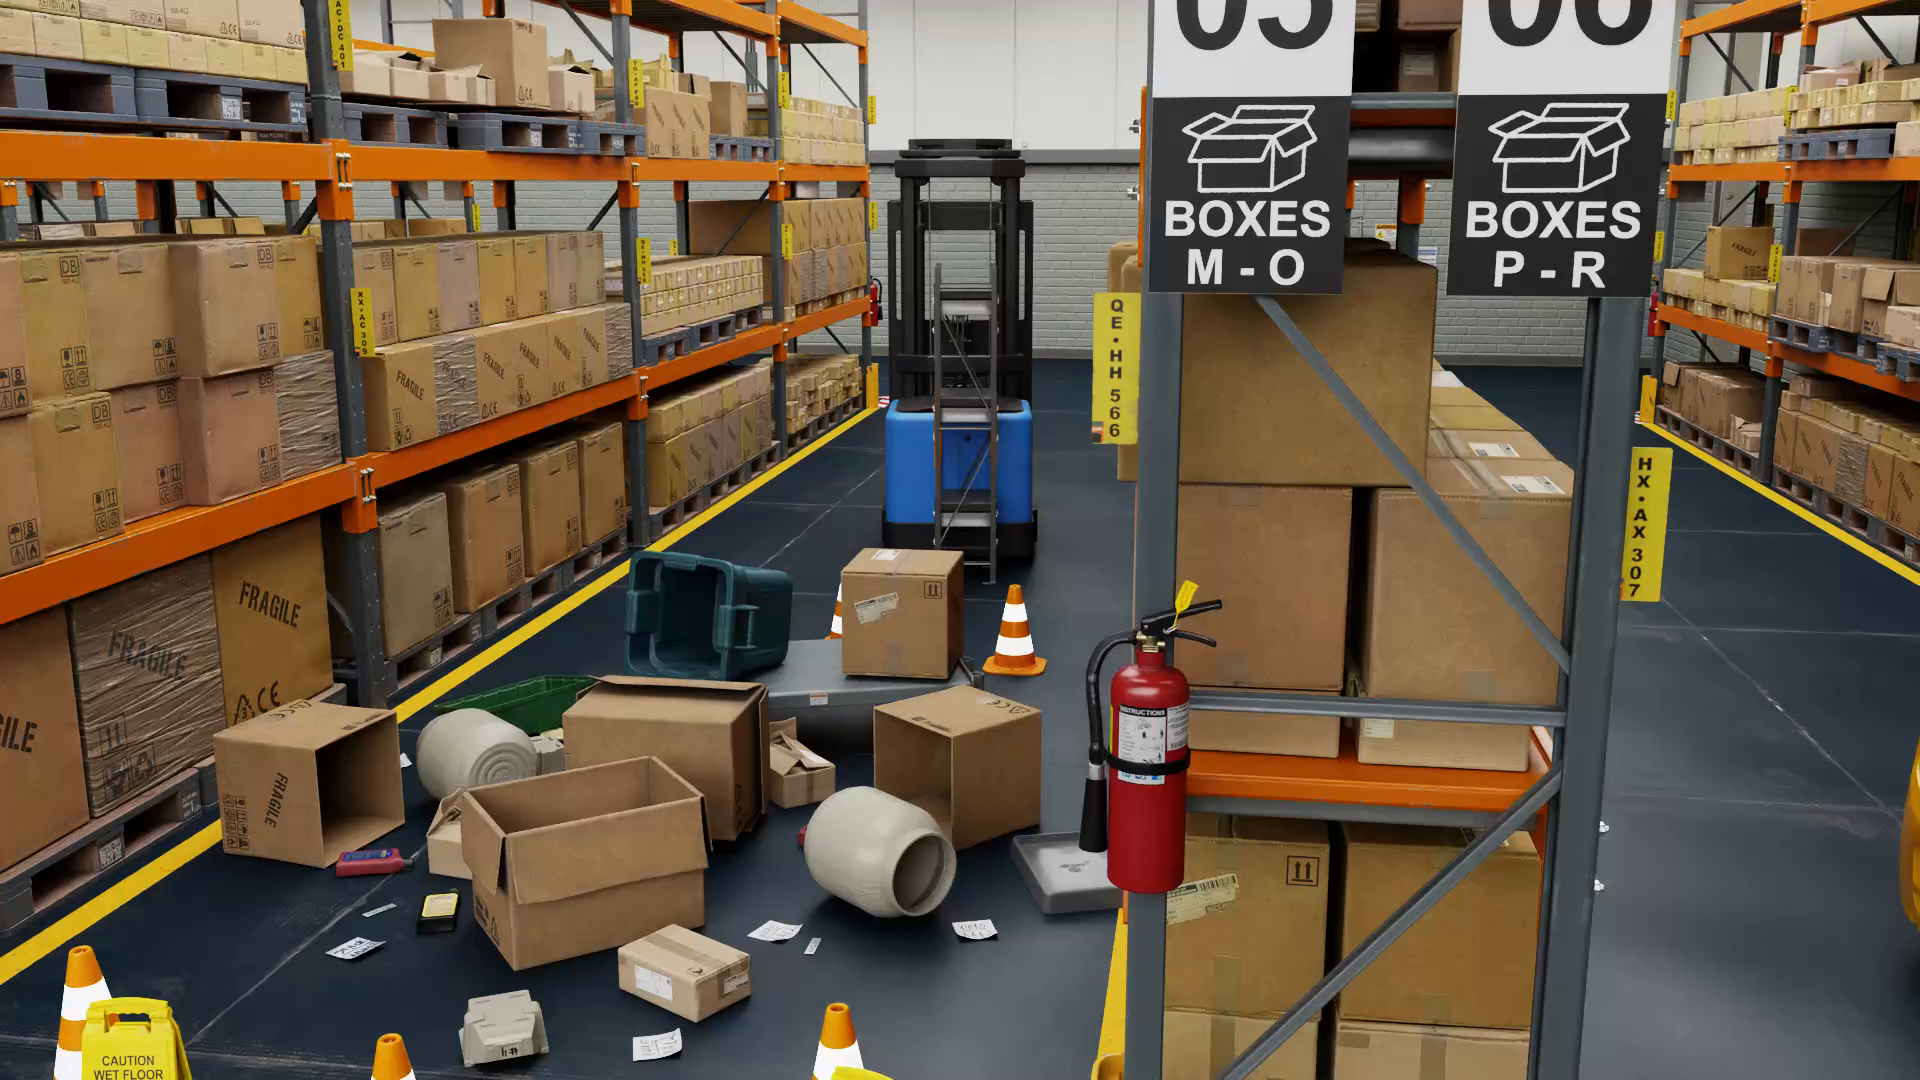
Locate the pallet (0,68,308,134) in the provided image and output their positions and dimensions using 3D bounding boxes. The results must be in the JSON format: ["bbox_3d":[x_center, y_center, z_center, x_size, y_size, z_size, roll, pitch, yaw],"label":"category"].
[{"bbox_3d":[-3.546,-1.851,7.052,1.003,0.211,1.213,2,12,9],"label":"pallet"}]

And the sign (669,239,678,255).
[{"bbox_3d":[-2.717,-2.702,15.858,0.100,0.325,0.005,2,12,9],"label":"sign"}]

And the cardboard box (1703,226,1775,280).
[{"bbox_3d":[7.682,-2.837,16.408,0.500,0.500,0.500,2,12,10],"label":"cardboard box"}]

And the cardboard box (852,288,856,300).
[{"bbox_3d":[-1.410,-2.845,19.173,0.380,0.149,0.250,2,12,9],"label":"cardboard box"}]

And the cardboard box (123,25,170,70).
[{"bbox_3d":[-3.306,-1.898,6.422,0.380,0.149,0.250,2,12,10],"label":"cardboard box"}]

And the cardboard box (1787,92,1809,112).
[{"bbox_3d":[7.153,-3.659,13.887,0.380,0.149,0.250,2,12,10],"label":"cardboard box"}]

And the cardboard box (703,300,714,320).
[{"bbox_3d":[-2.283,-1.930,13.927,0.380,0.149,0.250,1,12,7],"label":"cardboard box"}]

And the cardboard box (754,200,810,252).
[{"bbox_3d":[-1.804,-3.141,16.630,0.500,0.500,0.500,2,12,7],"label":"cardboard box"}]

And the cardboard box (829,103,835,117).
[{"bbox_3d":[-1.553,-4.584,17.746,0.380,0.149,0.250,2,12,10],"label":"cardboard box"}]

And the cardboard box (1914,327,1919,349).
[{"bbox_3d":[6.739,-1.363,11.296,0.380,0.149,0.250,2,12,10],"label":"cardboard box"}]

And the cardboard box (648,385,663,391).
[{"bbox_3d":[-2.788,-1.142,13.829,0.500,0.250,0.500,2,12,10],"label":"cardboard box"}]

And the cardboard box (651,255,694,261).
[{"bbox_3d":[-2.694,-2.569,15.483,0.380,0.149,0.250,3,12,12],"label":"cardboard box"}]

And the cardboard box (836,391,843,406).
[{"bbox_3d":[-1.506,-1.575,18.453,0.380,0.149,0.250,1,12,6],"label":"cardboard box"}]

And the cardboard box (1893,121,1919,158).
[{"bbox_3d":[7.010,-2.848,11.823,0.500,0.250,0.500,2,12,9],"label":"cardboard box"}]

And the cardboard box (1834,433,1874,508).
[{"bbox_3d":[7.097,-0.531,12.774,0.500,0.500,0.500,1,12,7],"label":"cardboard box"}]

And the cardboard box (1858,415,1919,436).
[{"bbox_3d":[7.163,-0.867,12.794,0.380,0.149,0.250,2,12,9],"label":"cardboard box"}]

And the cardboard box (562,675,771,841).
[{"bbox_3d":[-1.214,0.886,6.868,0.797,0.637,0.503,2,12,9],"label":"cardboard box"}]

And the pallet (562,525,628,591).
[{"bbox_3d":[-2.990,0.094,11.555,1.003,0.211,1.213,2,12,9],"label":"pallet"}]

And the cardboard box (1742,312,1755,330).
[{"bbox_3d":[7.467,-2.025,15.368,0.380,0.149,0.250,2,12,10],"label":"cardboard box"}]

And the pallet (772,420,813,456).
[{"bbox_3d":[-2.111,-1.041,16.823,1.003,0.211,1.213,2,12,9],"label":"pallet"}]

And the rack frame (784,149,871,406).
[{"bbox_3d":[-1.564,-3.096,19.739,1.000,3.000,0.127,2,12,9],"label":"rack frame"}]

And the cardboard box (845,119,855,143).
[{"bbox_3d":[-1.461,-4.523,18.408,0.500,0.250,0.500,2,12,7],"label":"cardboard box"}]

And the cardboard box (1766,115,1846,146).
[{"bbox_3d":[7.459,-3.611,14.658,0.500,0.250,0.500,2,12,9],"label":"cardboard box"}]

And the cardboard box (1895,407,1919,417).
[{"bbox_3d":[7.688,-0.963,13.237,0.380,0.149,0.250,2,12,10],"label":"cardboard box"}]

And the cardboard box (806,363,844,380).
[{"bbox_3d":[-1.493,-1.862,18.371,0.380,0.149,0.250,2,12,11],"label":"cardboard box"}]

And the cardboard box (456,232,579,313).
[{"bbox_3d":[-2.950,-1.770,10.974,0.700,0.500,0.500,2,12,8],"label":"cardboard box"}]

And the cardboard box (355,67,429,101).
[{"bbox_3d":[-3.005,-2.403,8.768,0.250,0.149,0.380,2,12,9],"label":"cardboard box"}]

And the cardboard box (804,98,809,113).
[{"bbox_3d":[-1.733,-4.365,16.730,0.380,0.149,0.250,1,12,7],"label":"cardboard box"}]

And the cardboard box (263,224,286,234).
[{"bbox_3d":[-7.258,-2.988,17.108,0.500,0.500,0.500,2,12,10],"label":"cardboard box"}]

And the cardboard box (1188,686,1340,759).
[{"bbox_3d":[0.728,0.412,4.057,0.380,0.149,0.250,2,12,11],"label":"cardboard box"}]

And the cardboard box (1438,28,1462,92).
[{"bbox_3d":[1.254,-1.028,3.619,0.380,0.149,0.250,2,12,9],"label":"cardboard box"}]

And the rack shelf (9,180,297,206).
[{"bbox_3d":[-7.372,-3.143,14.546,1.077,0.370,4.000,2,12,9],"label":"rack shelf"}]

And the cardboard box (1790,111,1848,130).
[{"bbox_3d":[7.194,-3.512,13.913,0.380,0.149,0.250,2,12,10],"label":"cardboard box"}]

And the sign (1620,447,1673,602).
[{"bbox_3d":[1.418,-0.031,3.465,0.100,0.325,0.005,2,12,9],"label":"sign"}]

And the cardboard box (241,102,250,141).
[{"bbox_3d":[-7.144,-4.044,15.786,0.700,0.500,0.500,2,12,10],"label":"cardboard box"}]

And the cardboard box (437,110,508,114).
[{"bbox_3d":[-3.200,-2.830,10.506,0.500,0.250,0.500,2,12,10],"label":"cardboard box"}]

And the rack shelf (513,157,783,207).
[{"bbox_3d":[-2.487,-2.962,13.703,1.077,0.370,4.000,2,12,9],"label":"rack shelf"}]

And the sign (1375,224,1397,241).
[{"bbox_3d":[6.217,-4.481,24.207,0.339,0.242,0.001,2,12,9],"label":"sign"}]

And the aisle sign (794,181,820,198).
[{"bbox_3d":[-1.849,-4.392,19.580,0.394,0.787,0.004,2,12,9],"label":"aisle sign"}]

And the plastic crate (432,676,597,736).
[{"bbox_3d":[-2.142,0.827,8.073,0.450,0.188,0.662,-3,8,40],"label":"plastic crate"}]

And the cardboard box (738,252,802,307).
[{"bbox_3d":[-1.854,-2.552,16.274,0.500,0.500,0.500,2,12,8],"label":"cardboard box"}]

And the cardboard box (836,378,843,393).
[{"bbox_3d":[-1.508,-1.717,18.406,0.380,0.149,0.250,2,12,9],"label":"cardboard box"}]

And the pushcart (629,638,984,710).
[{"bbox_3d":[-0.763,0.760,8.072,1.648,0.377,0.936,-2,12,-11],"label":"pushcart"}]

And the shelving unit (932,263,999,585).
[{"bbox_3d":[0.039,-0.782,11.137,0.431,2.100,0.503,0,12,0],"label":"shelving unit"}]

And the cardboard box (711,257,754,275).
[{"bbox_3d":[-2.089,-2.491,15.118,0.380,0.149,0.250,2,12,7],"label":"cardboard box"}]

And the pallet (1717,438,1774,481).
[{"bbox_3d":[7.739,-0.743,15.443,1.003,0.211,1.213,2,12,9],"label":"pallet"}]

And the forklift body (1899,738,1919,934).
[{"bbox_3d":[4.276,0.495,5.090,2.313,2.155,1.214,2,12,9],"label":"forklift body"}]

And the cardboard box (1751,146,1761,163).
[{"bbox_3d":[7.529,-3.549,15.318,0.380,0.149,0.250,2,12,8],"label":"cardboard box"}]

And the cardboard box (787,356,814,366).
[{"bbox_3d":[-1.904,-2.039,19.193,0.380,0.149,0.250,2,12,10],"label":"cardboard box"}]

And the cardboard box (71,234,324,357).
[{"bbox_3d":[-3.500,-1.123,7.667,0.875,0.550,0.550,2,12,9],"label":"cardboard box"}]

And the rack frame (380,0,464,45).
[{"bbox_3d":[-6.449,-6.210,19.950,1.000,3.000,0.127,2,12,9],"label":"rack frame"}]

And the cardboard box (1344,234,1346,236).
[{"bbox_3d":[1.115,-0.951,6.471,0.700,0.500,0.500,2,12,9],"label":"cardboard box"}]

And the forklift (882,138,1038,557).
[{"bbox_3d":[0.005,-1.564,12.793,1.130,2.935,3.031,0,12,0],"label":"forklift"}]

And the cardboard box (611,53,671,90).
[{"bbox_3d":[-2.380,-3.503,12.451,0.396,0.266,0.258,2,12,9],"label":"cardboard box"}]

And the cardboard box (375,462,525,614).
[{"bbox_3d":[-3.251,-0.036,9.885,1.050,0.750,0.750,2,12,9],"label":"cardboard box"}]

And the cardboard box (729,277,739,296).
[{"bbox_3d":[-2.163,-2.238,14.653,0.380,0.149,0.250,1,12,7],"label":"cardboard box"}]

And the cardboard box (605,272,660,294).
[{"bbox_3d":[-2.493,-1.950,12.608,0.380,0.149,0.250,2,12,7],"label":"cardboard box"}]
